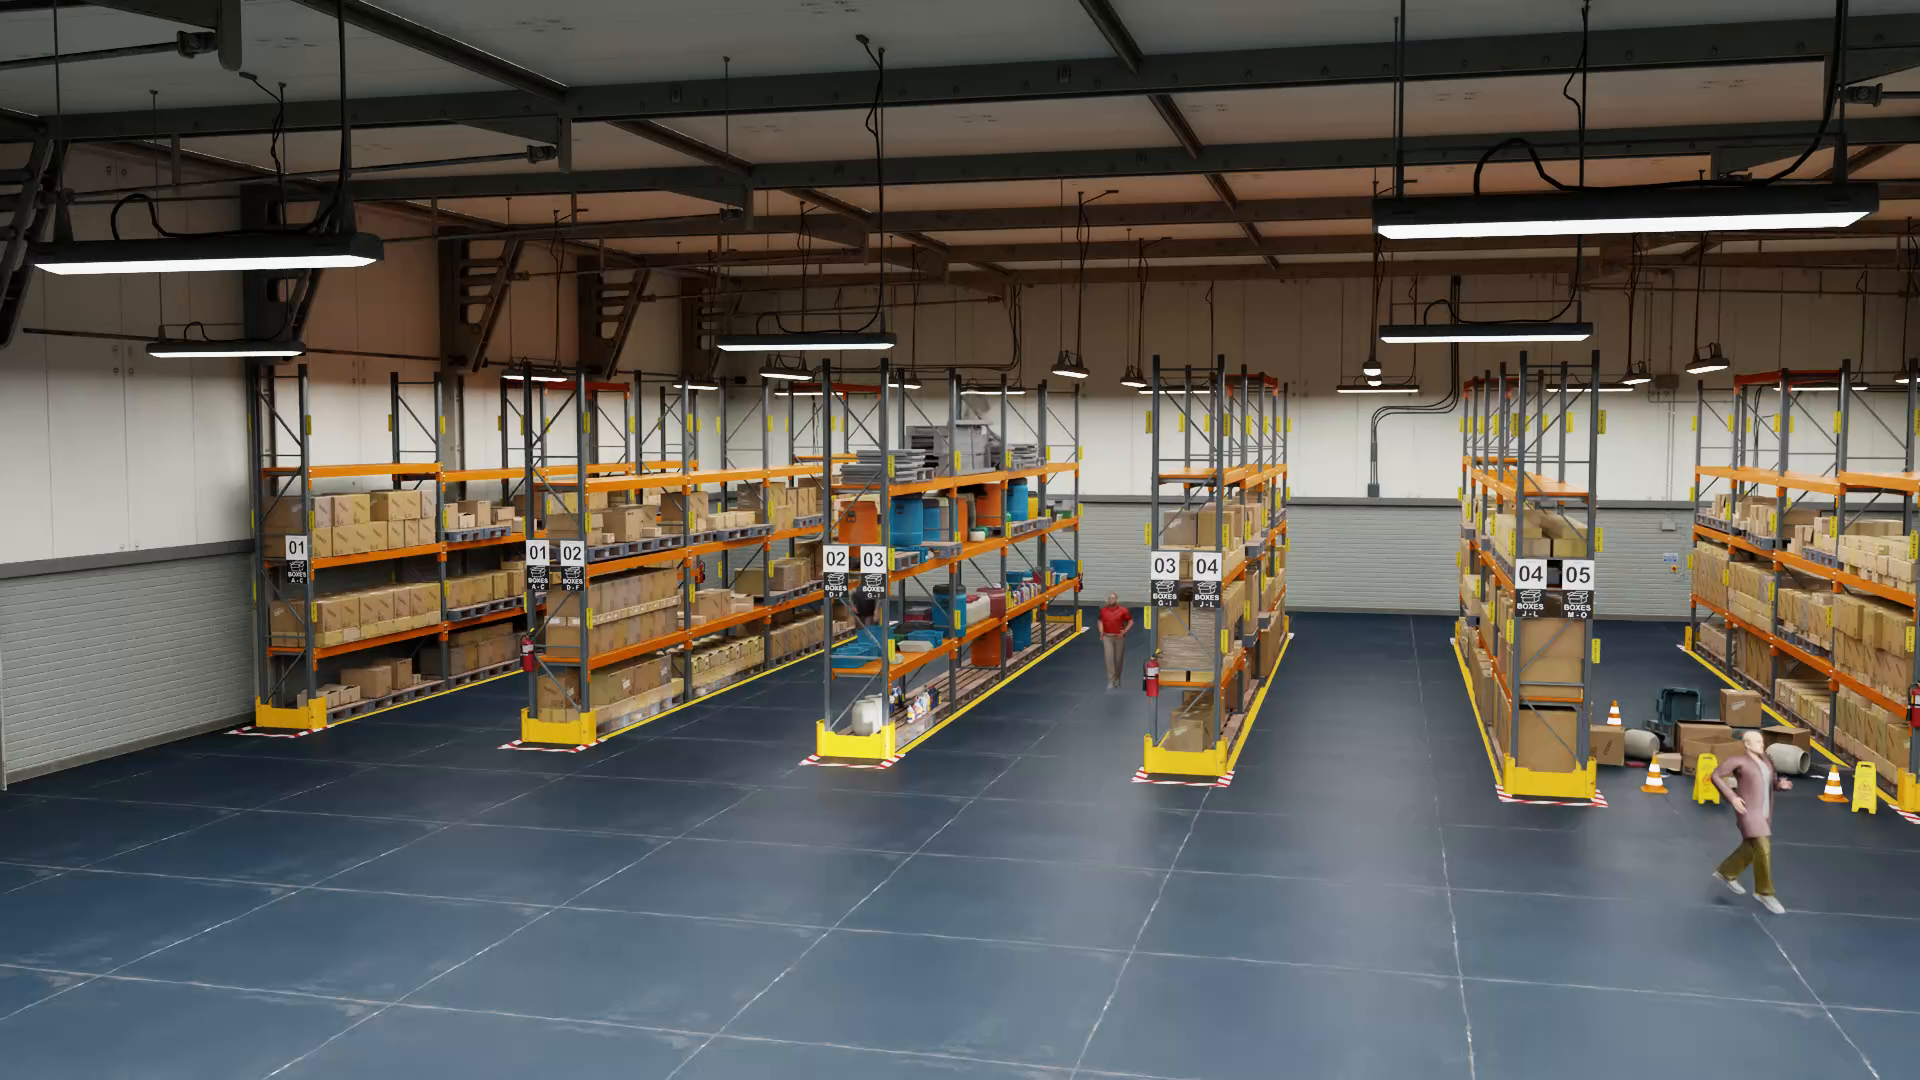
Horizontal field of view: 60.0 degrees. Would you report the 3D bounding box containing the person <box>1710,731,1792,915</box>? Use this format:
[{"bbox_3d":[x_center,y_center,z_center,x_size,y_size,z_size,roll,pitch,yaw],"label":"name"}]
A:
[{"bbox_3d":[8.272,2.899,17.360,0.693,1.823,0.884,-2,5,-31],"label":"person"}]

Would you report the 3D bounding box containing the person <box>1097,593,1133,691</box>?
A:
[{"bbox_3d":[2.770,1.814,29.865,0.657,1.731,0.660,1,4,15],"label":"person"}]

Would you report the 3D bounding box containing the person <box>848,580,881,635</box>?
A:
[{"bbox_3d":[-1.933,1.563,33.497,0.665,1.733,0.736,0,4,4],"label":"person"}]
